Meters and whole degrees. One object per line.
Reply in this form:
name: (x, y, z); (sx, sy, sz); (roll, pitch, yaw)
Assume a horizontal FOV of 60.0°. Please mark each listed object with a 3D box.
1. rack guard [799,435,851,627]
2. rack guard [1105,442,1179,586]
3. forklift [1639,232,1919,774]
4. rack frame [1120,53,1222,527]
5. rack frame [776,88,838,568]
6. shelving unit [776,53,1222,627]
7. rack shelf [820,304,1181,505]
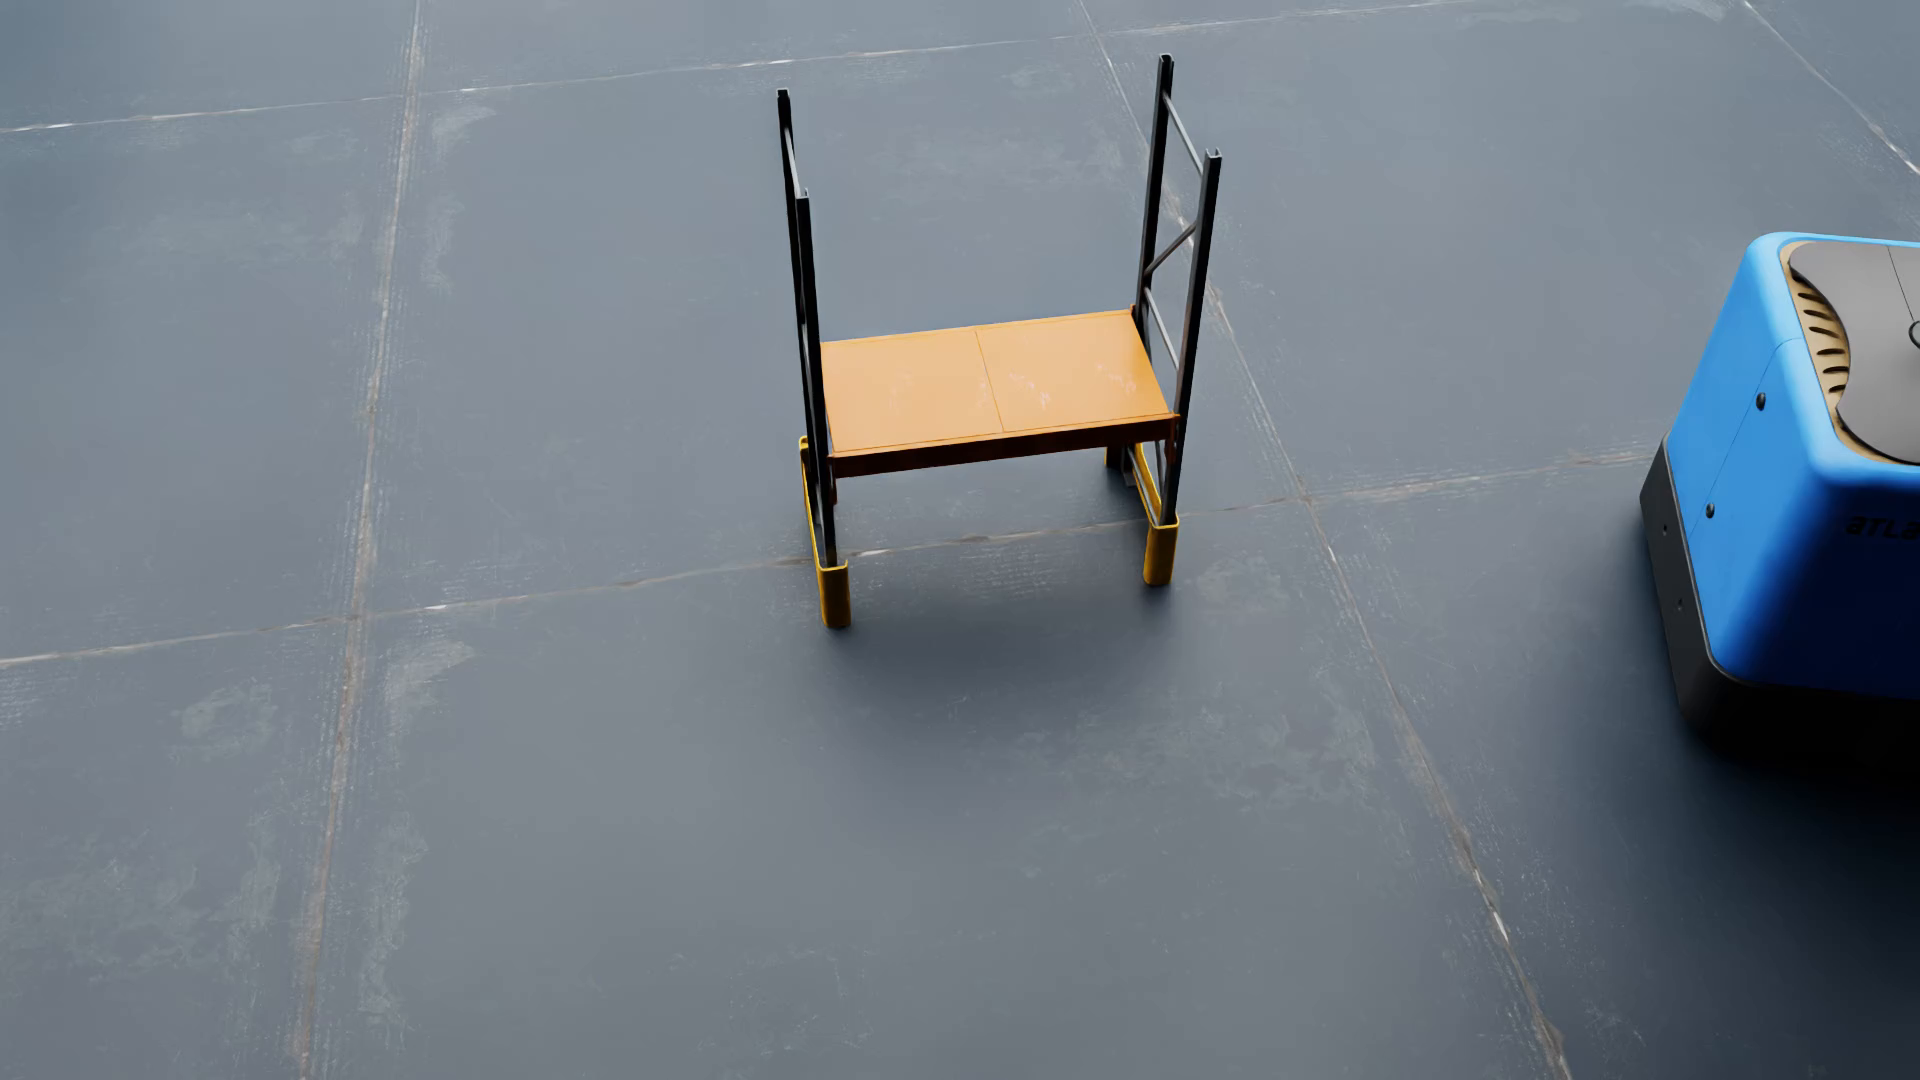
rack guard: (-0.416, -0.035, 5.110); (0.087, 0.250, 0.587); (-7, 46, -7)
rack guard: (0.566, -0.157, 5.228); (0.087, 0.250, 0.587); (-7, 46, -7)
forklift: (3.592, -0.635, 3.826); (3.031, 2.935, 1.130); (6, 46, 6)
rack frame: (0.585, -0.593, 4.780); (0.032, 1.500, 0.500); (-7, 46, -7)
rack frame: (-0.417, -0.468, 4.660); (0.032, 1.500, 0.500); (-7, 46, -7)
shelving unit: (0.075, -0.530, 4.719); (1.083, 1.500, 0.587); (-7, 46, -7)
rack shelf: (0.084, -0.406, 4.850); (1.000, 0.185, 0.538); (-7, 46, -7)
